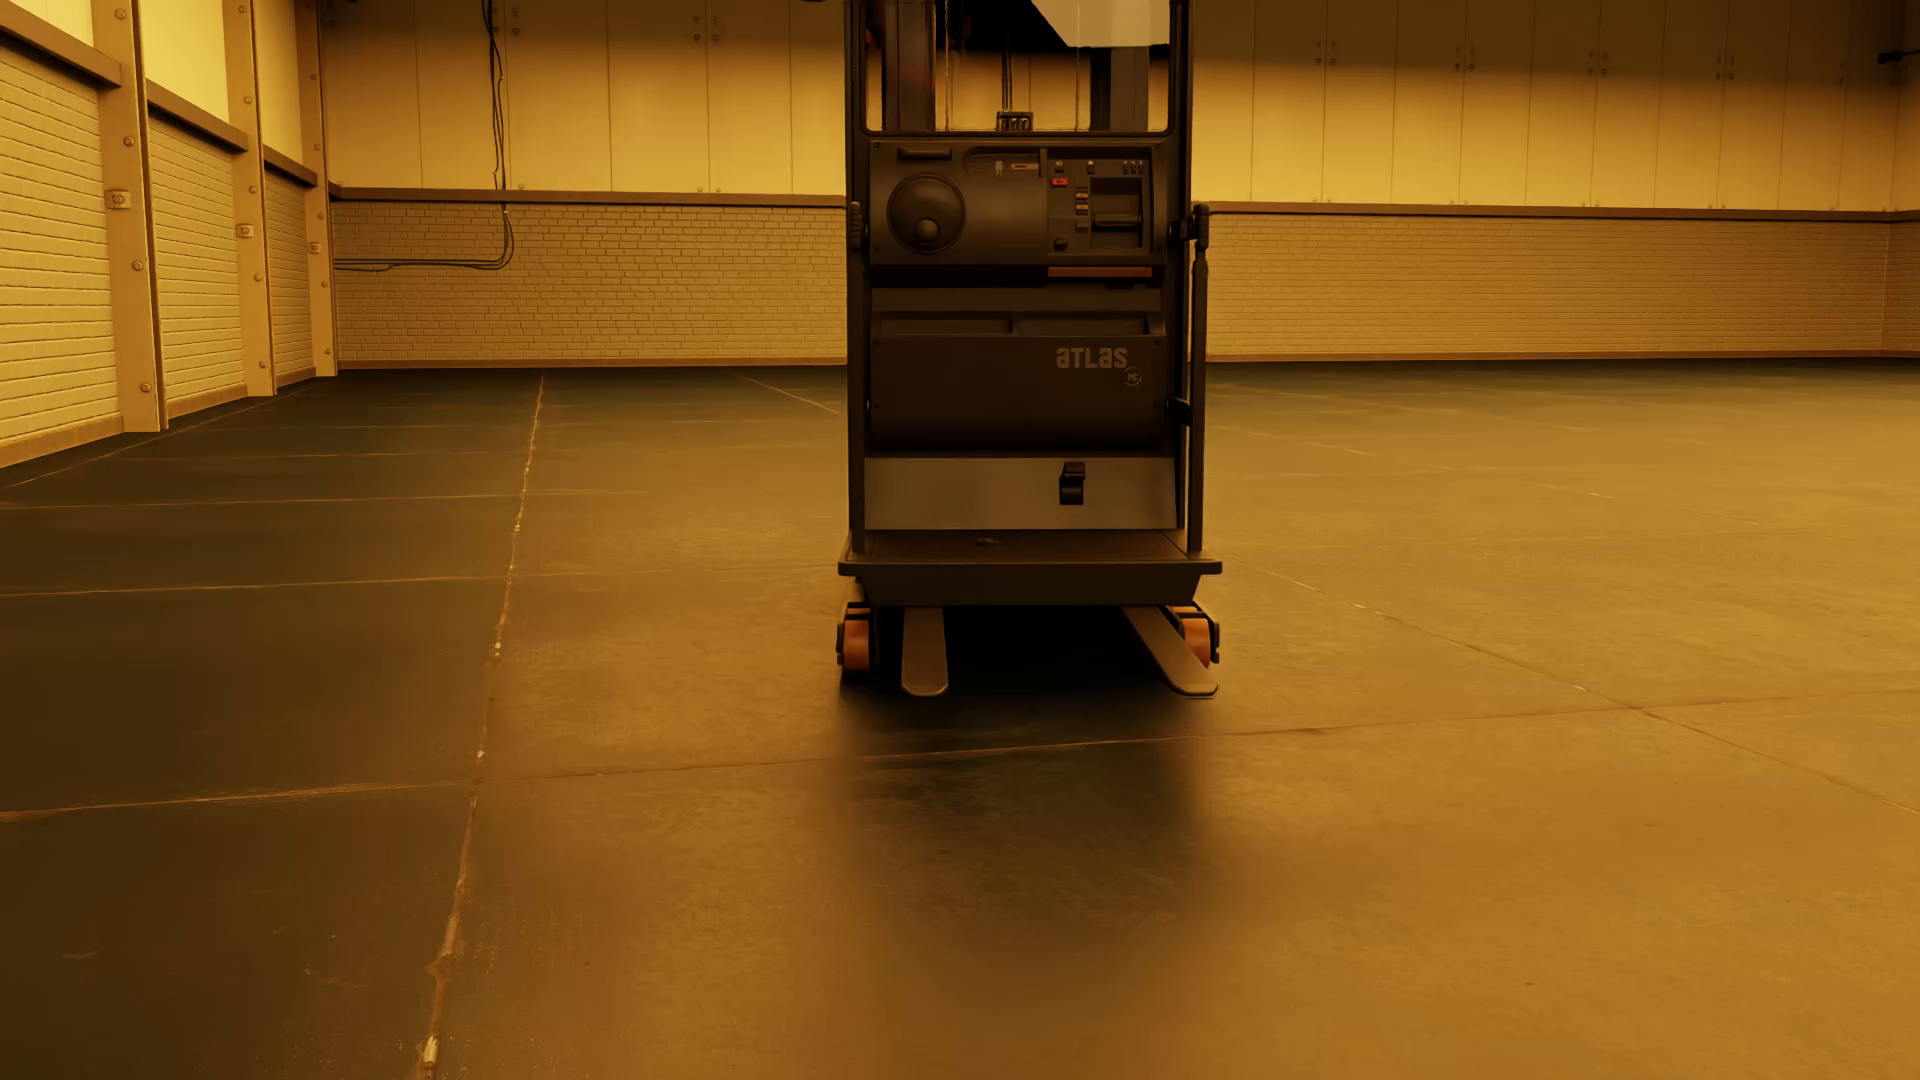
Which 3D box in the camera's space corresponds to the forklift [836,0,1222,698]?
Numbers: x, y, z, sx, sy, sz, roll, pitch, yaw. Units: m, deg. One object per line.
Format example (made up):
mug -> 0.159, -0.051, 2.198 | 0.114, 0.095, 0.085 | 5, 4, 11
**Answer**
forklift -> 0.189, -1.100, 4.997 | 1.130, 2.935, 3.031 | 0, 8, -1
